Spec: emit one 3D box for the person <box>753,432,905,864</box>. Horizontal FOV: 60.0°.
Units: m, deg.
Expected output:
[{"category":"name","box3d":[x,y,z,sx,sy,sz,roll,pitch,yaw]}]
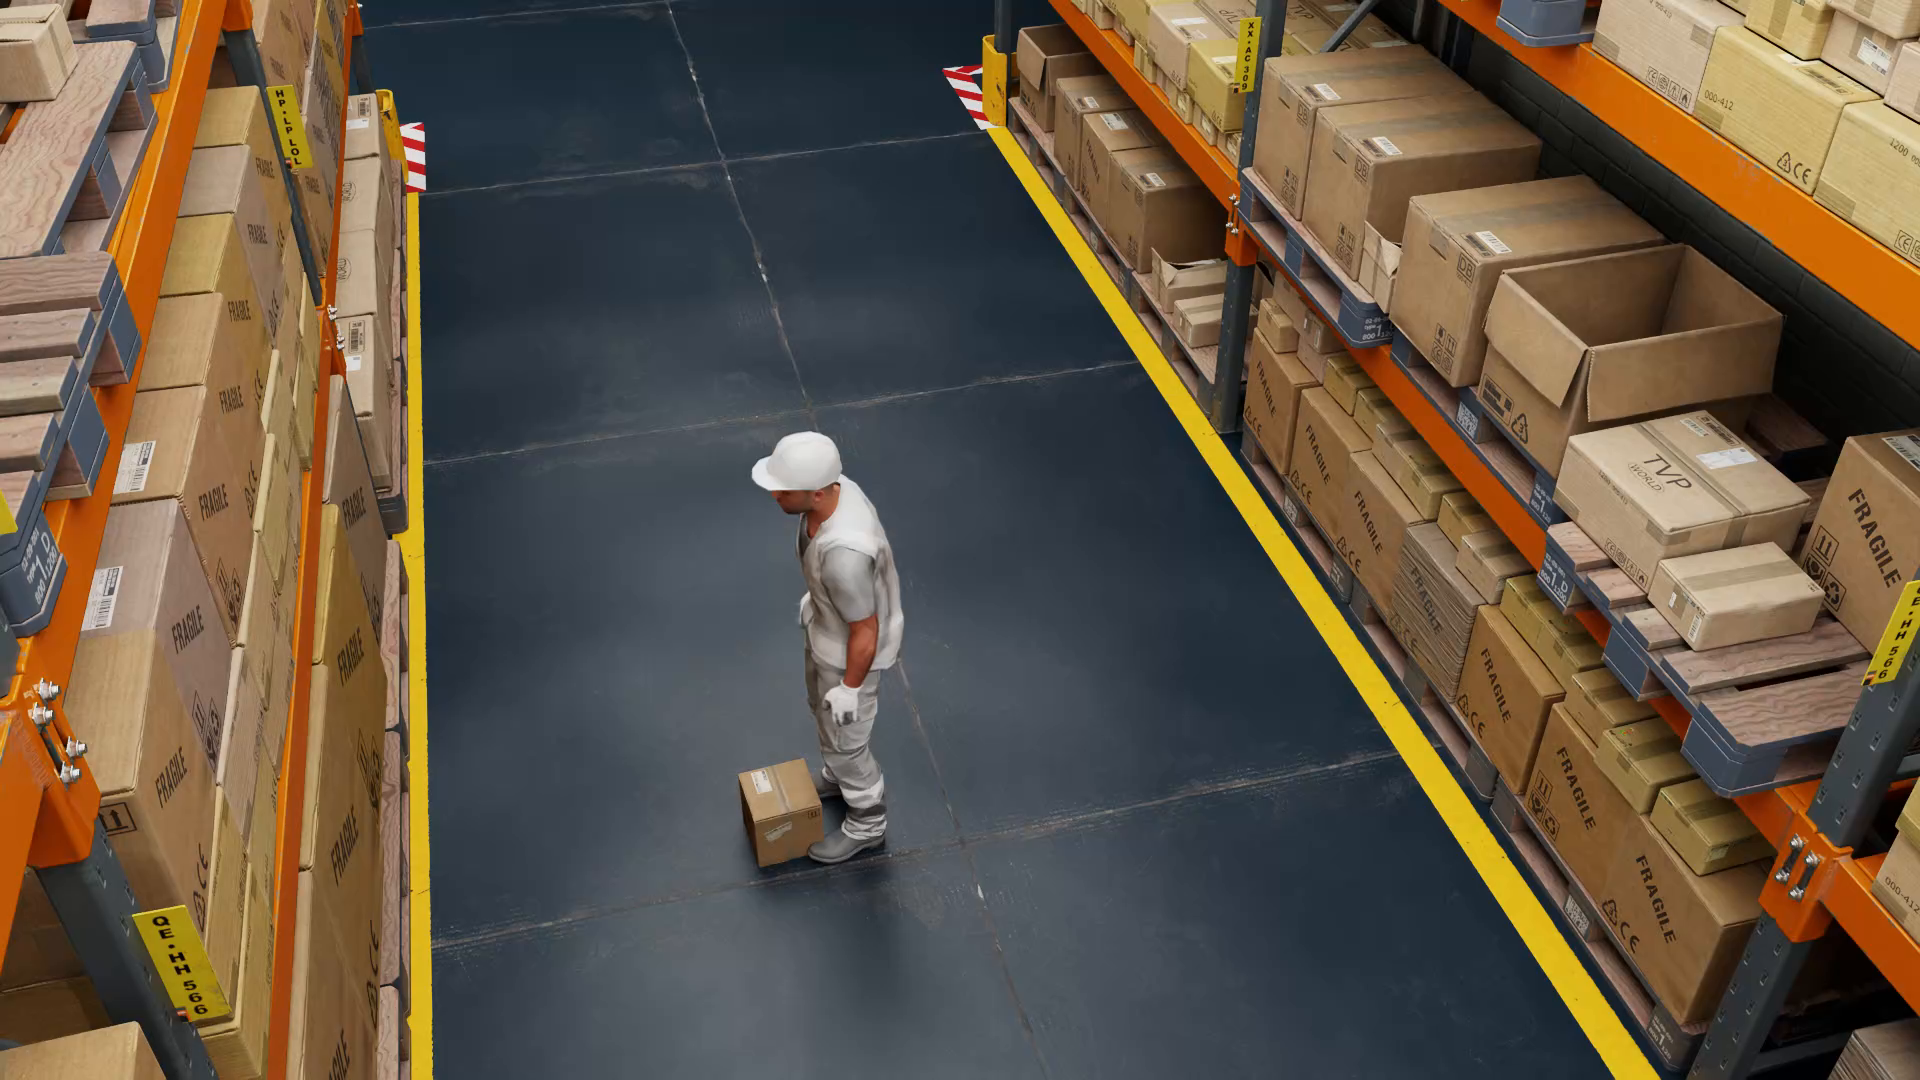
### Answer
[{"category":"person","box3d":[-0.431,0.357,5.681,0.452,1.778,0.603,-10,39,-12]}]
